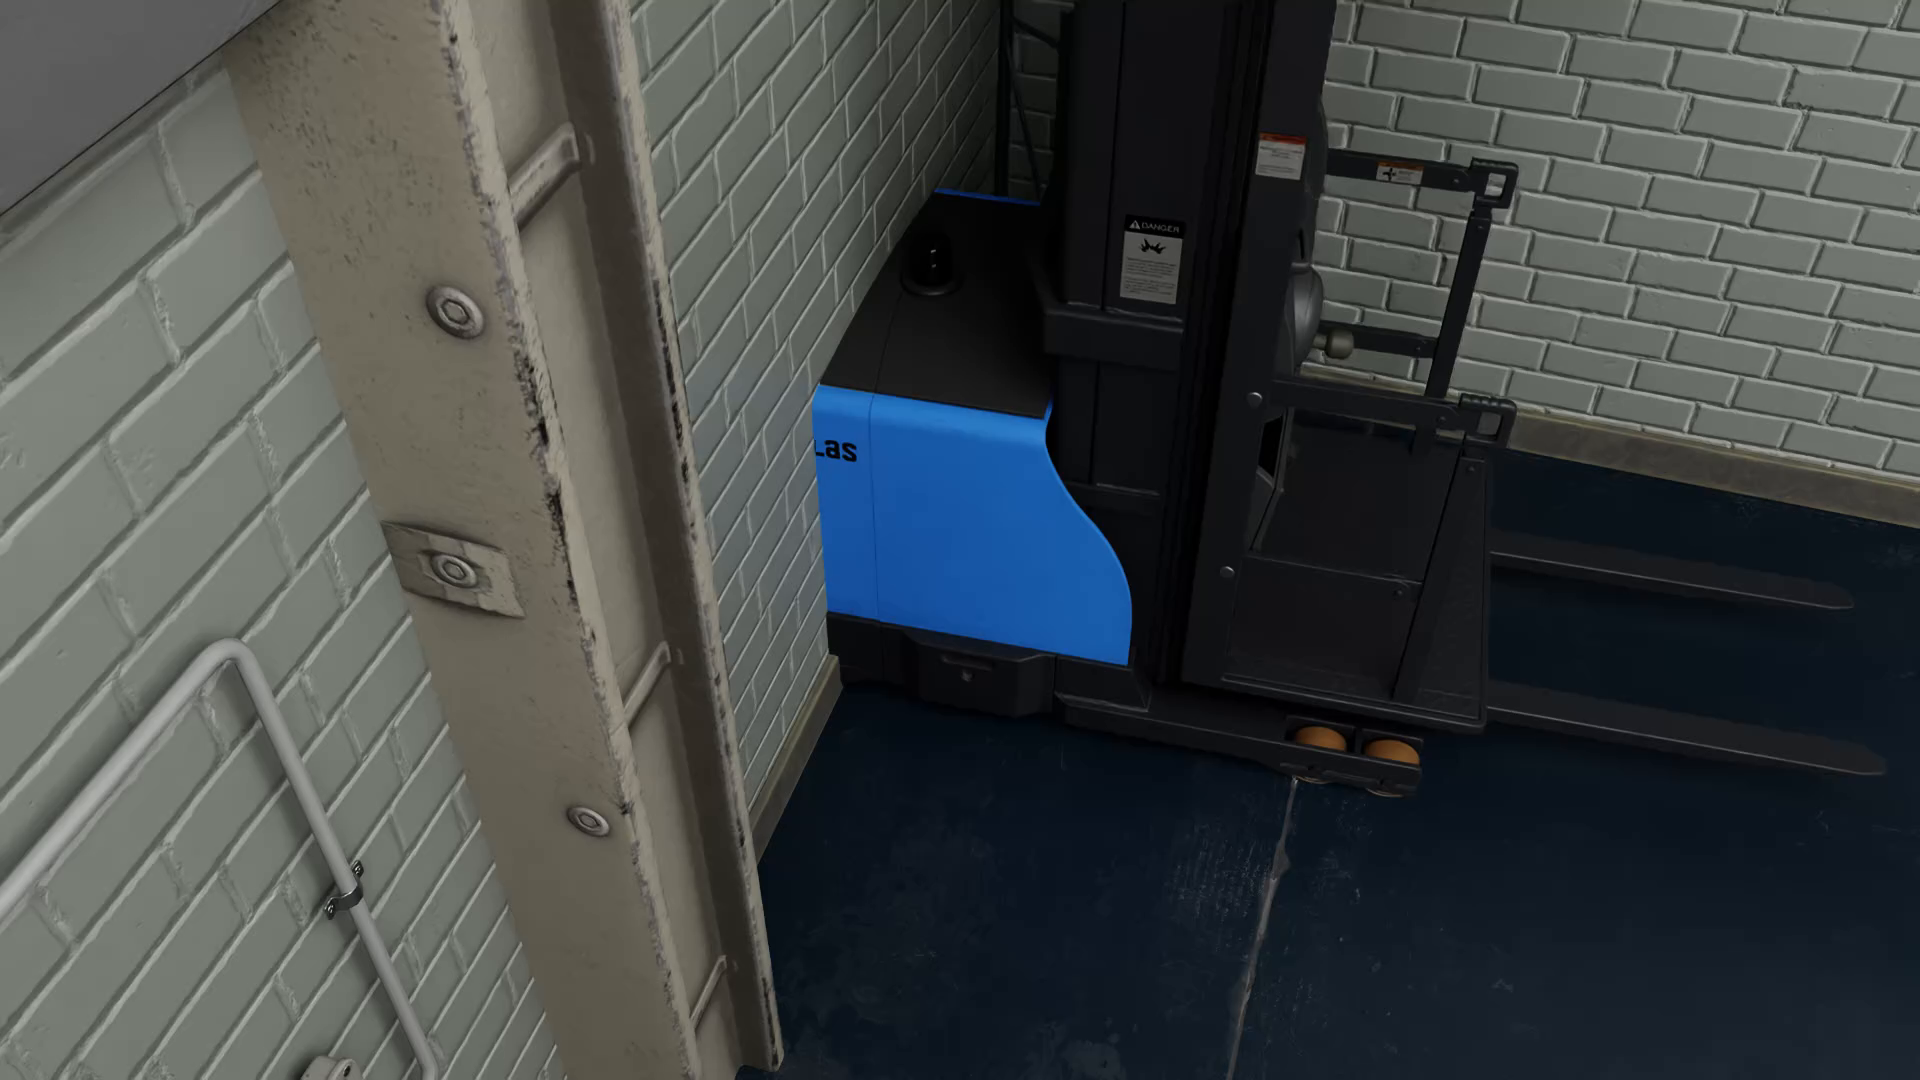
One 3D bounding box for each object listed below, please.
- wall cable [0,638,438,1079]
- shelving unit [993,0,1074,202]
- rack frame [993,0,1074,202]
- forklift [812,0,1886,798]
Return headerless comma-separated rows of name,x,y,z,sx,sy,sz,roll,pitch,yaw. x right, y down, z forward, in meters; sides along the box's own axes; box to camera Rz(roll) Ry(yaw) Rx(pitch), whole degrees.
wall cable,-1.133,0.823,1.538,0.084,1.984,1.851,13,46,13
shelving unit,-0.270,-0.805,4.890,1.083,1.500,0.587,-9,31,-18
rack frame,0.200,-0.878,5.043,0.032,1.500,0.500,-9,31,-18
forklift,1.010,-0.759,3.930,3.031,2.935,1.130,10,45,10
